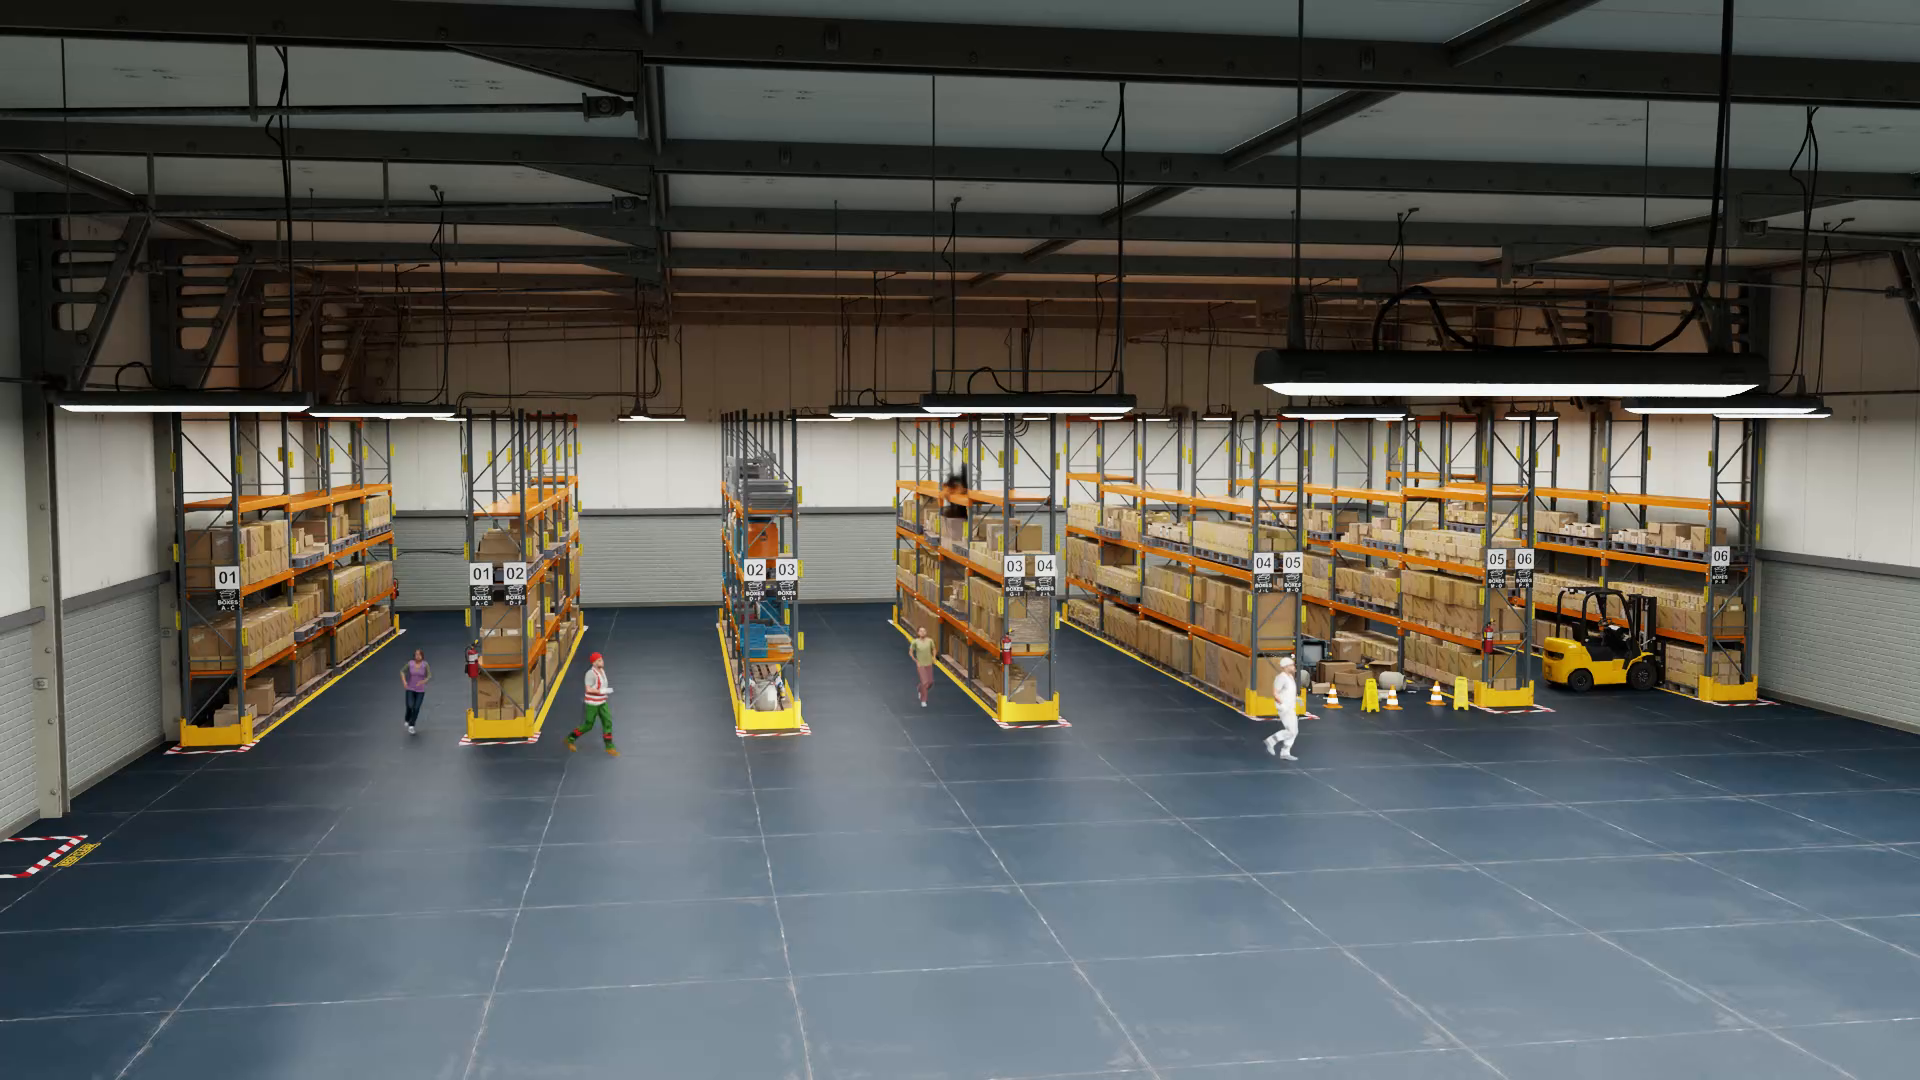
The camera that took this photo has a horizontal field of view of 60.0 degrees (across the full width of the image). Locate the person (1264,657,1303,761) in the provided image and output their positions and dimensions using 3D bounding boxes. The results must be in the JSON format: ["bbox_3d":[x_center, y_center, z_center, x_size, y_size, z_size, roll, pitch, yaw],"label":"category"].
[{"bbox_3d":[5.528,2.873,28.375,0.582,1.756,0.678,2,4,27],"label":"person"}]

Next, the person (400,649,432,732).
[{"bbox_3d":[-10.070,2.796,30.810,0.548,1.564,0.546,-1,4,-20],"label":"person"}]

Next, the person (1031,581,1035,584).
[{"bbox_3d":[1.897,1.473,48.787,0.769,1.684,0.625,4,6,44],"label":"person"}]

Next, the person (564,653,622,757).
[{"bbox_3d":[-6.308,2.827,28.626,1.002,1.798,0.671,1,4,17],"label":"person"}]

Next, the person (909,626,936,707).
[{"bbox_3d":[-0.752,2.554,33.832,0.580,1.635,0.547,-1,4,-17],"label":"person"}]
